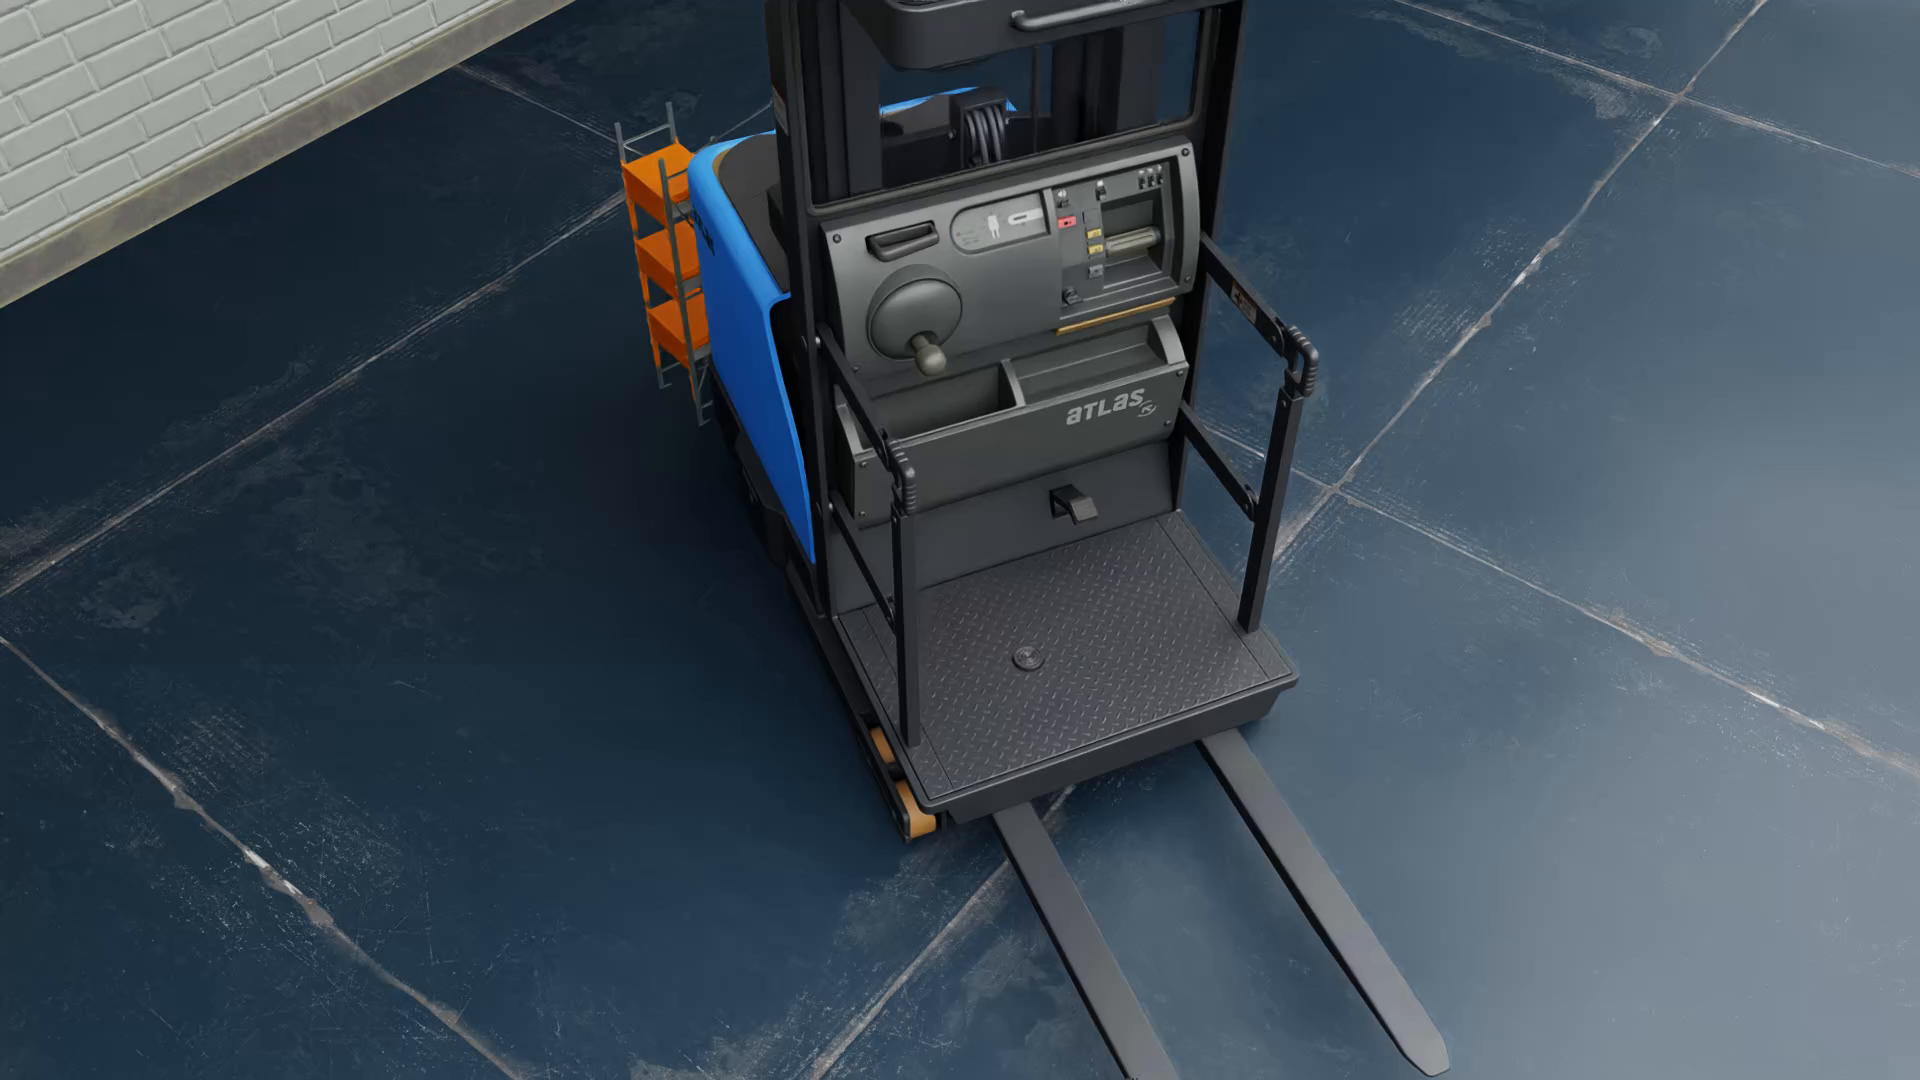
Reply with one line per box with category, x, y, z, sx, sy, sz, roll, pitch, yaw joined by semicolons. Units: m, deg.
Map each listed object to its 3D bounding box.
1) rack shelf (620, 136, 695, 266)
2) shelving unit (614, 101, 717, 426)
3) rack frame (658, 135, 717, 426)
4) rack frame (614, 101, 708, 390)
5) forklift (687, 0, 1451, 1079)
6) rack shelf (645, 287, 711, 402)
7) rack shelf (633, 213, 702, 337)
rack shelf;-0.882;-1.051;5.150;0.215;0.259;0.240;-31;54;-26
shelving unit;-0.882;-0.862;5.347;0.215;1.050;0.252;-31;54;-26
rack frame;-0.804;-0.794;5.282;0.200;1.050;0.008;-31;54;-26
rack frame;-0.960;-0.930;5.412;0.200;1.050;0.008;-31;54;-26
forklift;0.225;-0.569;3.766;1.130;2.935;3.031;-17;49;-16
rack shelf;-0.882;-0.663;5.556;0.215;0.259;0.240;-31;54;-26
rack shelf;-0.882;-0.855;5.355;0.215;0.259;0.240;-31;54;-26
